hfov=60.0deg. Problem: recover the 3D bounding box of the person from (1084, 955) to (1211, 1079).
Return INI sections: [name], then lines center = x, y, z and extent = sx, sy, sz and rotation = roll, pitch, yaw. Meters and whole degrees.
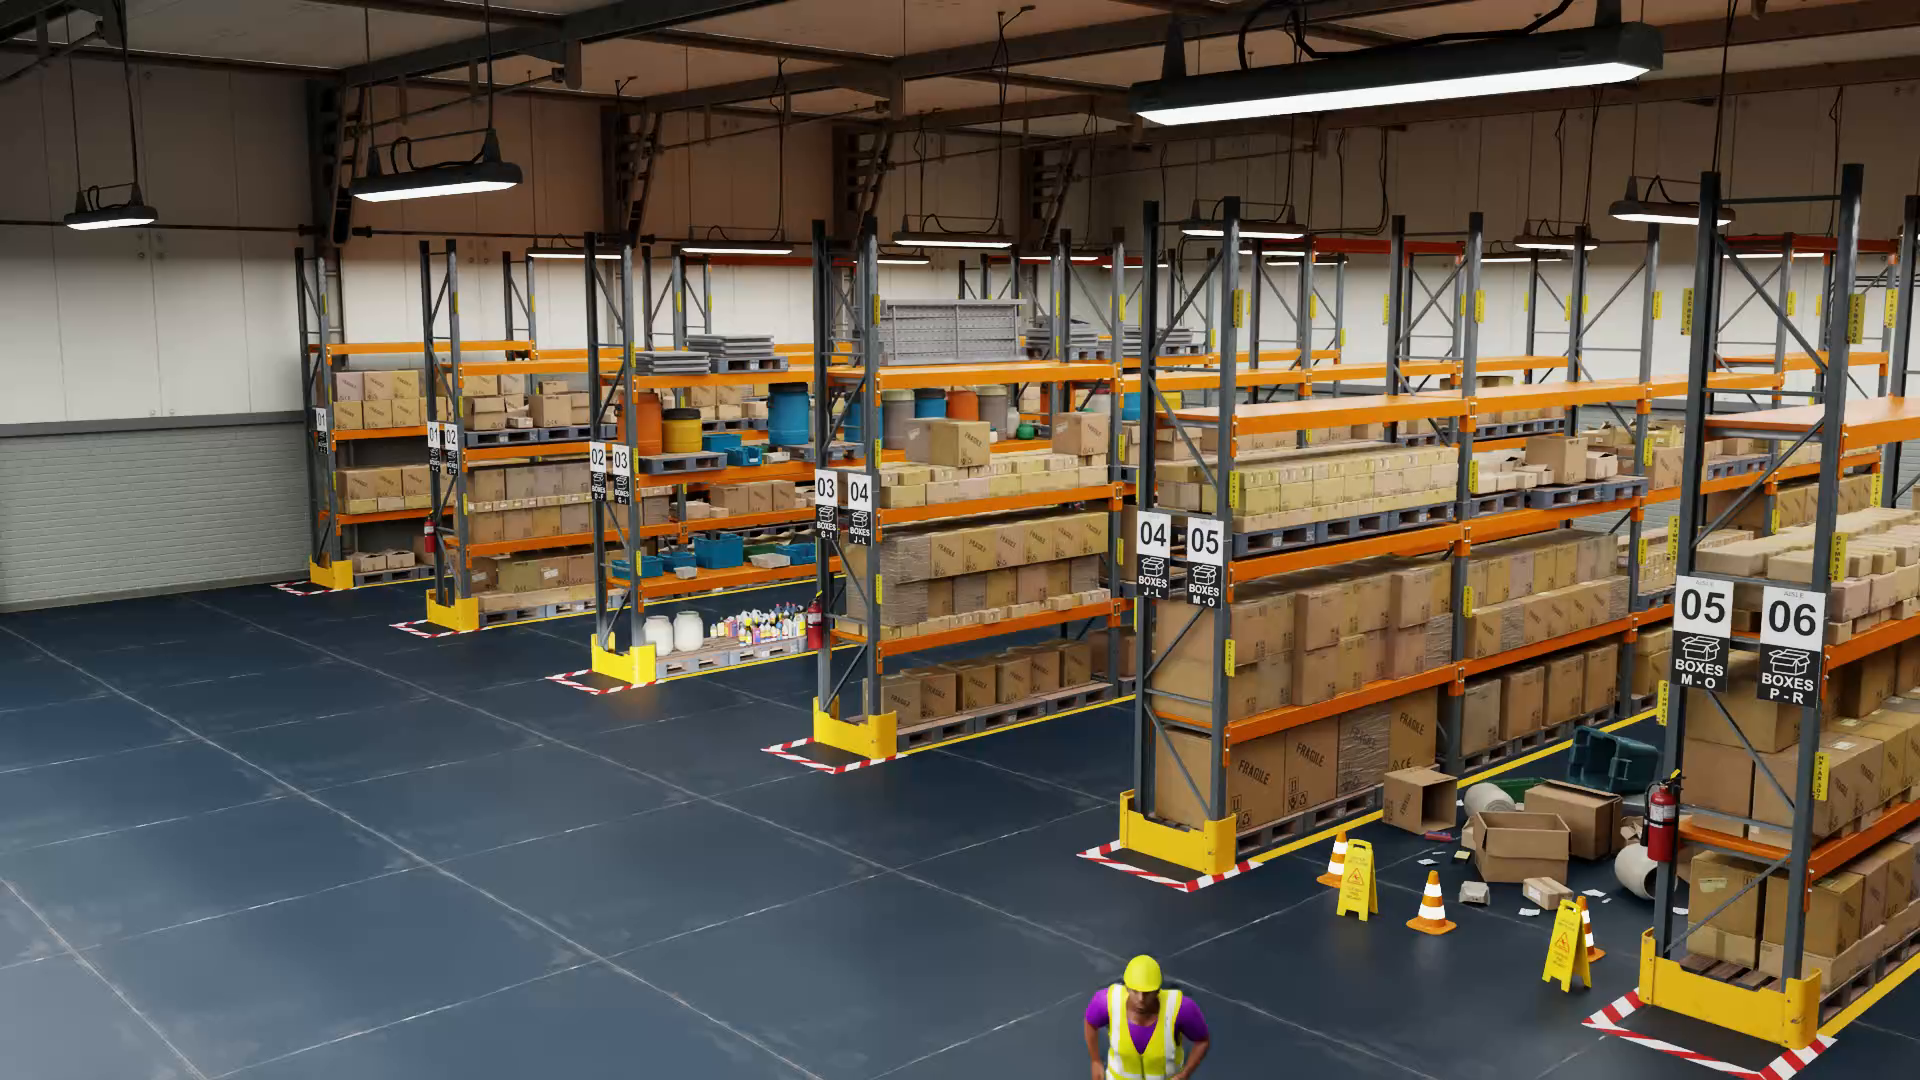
[person]
center = 1.031, 3.021, 9.213
extent = 0.698, 1.700, 0.876
rotation = 1, 8, 8
